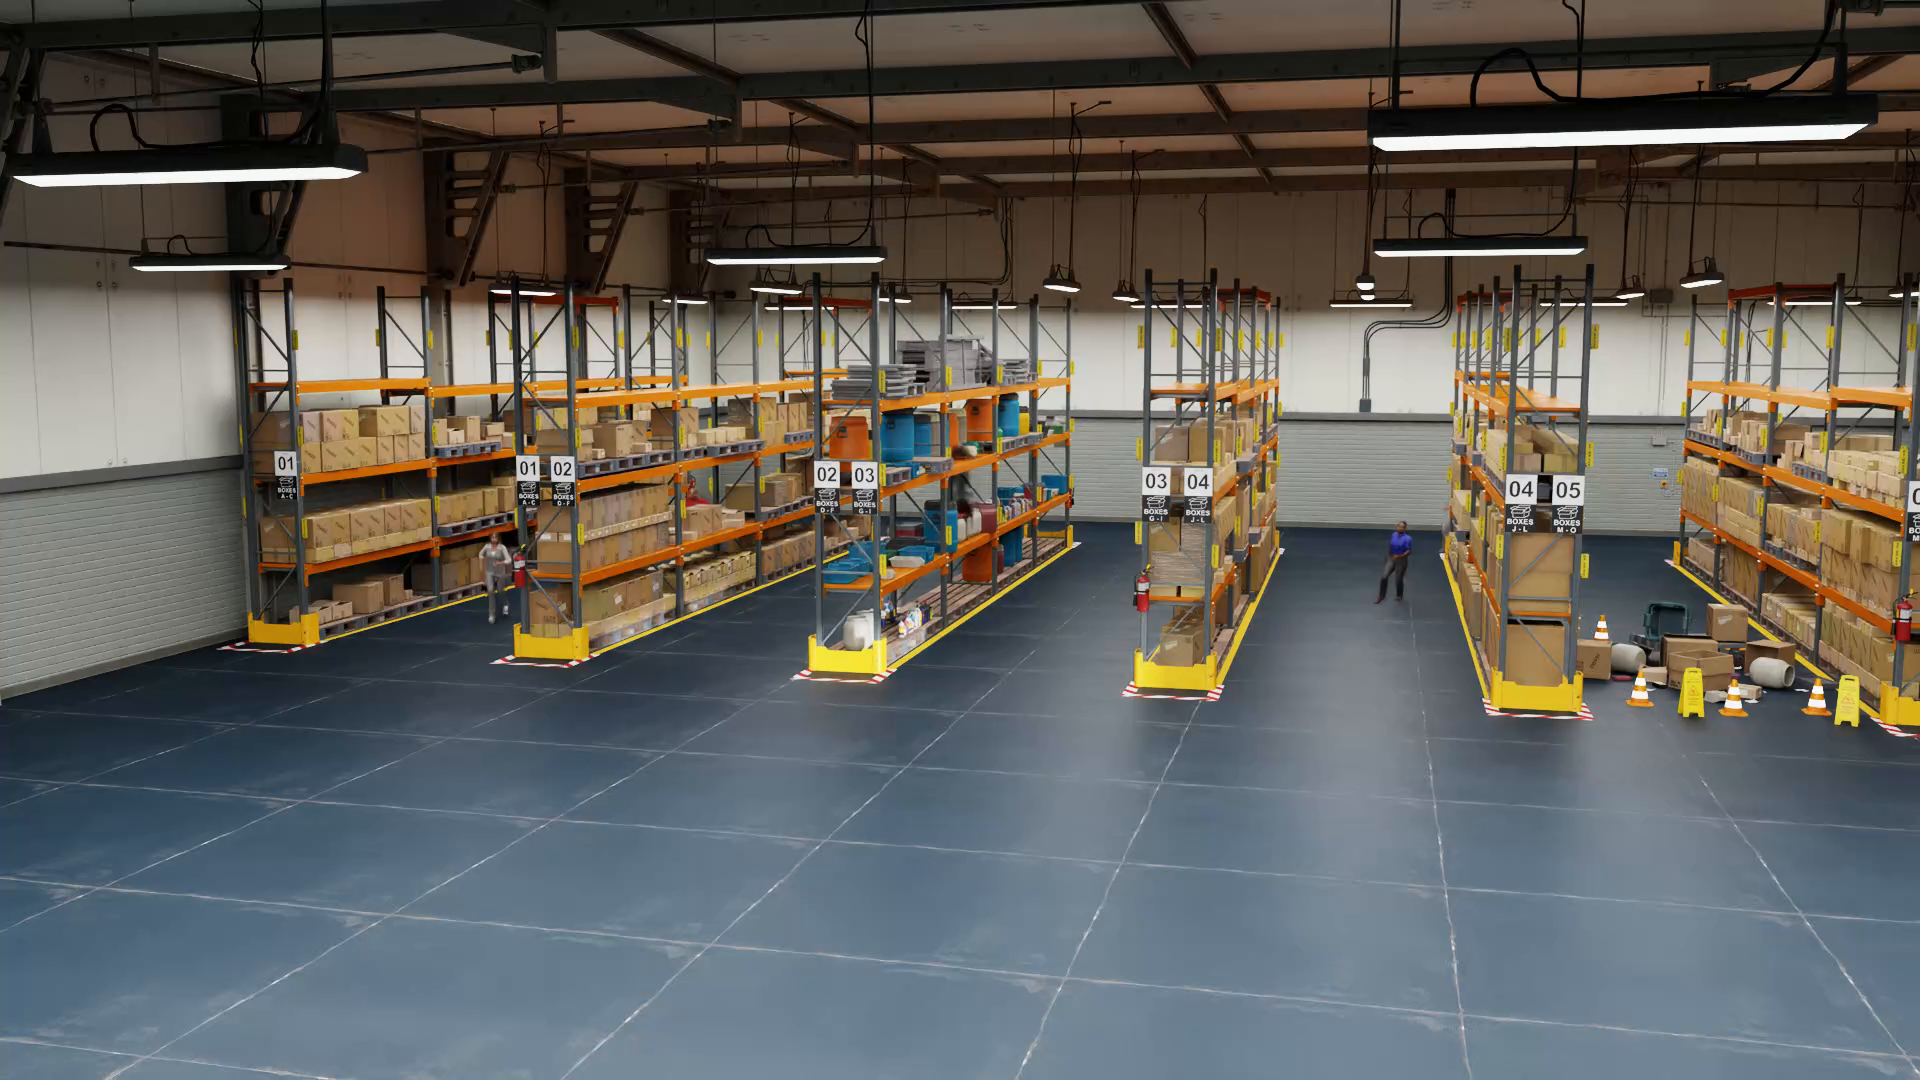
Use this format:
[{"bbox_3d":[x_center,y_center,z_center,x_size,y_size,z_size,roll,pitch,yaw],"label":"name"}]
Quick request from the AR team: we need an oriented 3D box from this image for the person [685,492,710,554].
[{"bbox_3d":[-5.914,-0.254,37.197,0.595,1.686,0.699,2,7,19],"label":"person"}]

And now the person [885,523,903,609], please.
[{"bbox_3d":[-1.253,0.491,30.653,0.437,1.659,0.547,-3,8,-25],"label":"person"}]

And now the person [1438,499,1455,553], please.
[{"bbox_3d":[11.700,-0.542,39.105,0.703,1.804,0.639,-1,7,-9],"label":"person"}]

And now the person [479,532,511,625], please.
[{"bbox_3d":[-8.316,0.653,29.782,0.571,1.597,0.869,-1,7,-6],"label":"person"}]

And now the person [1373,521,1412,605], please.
[{"bbox_3d":[8.228,0.431,31.411,0.658,1.599,0.770,5,9,38],"label":"person"}]
